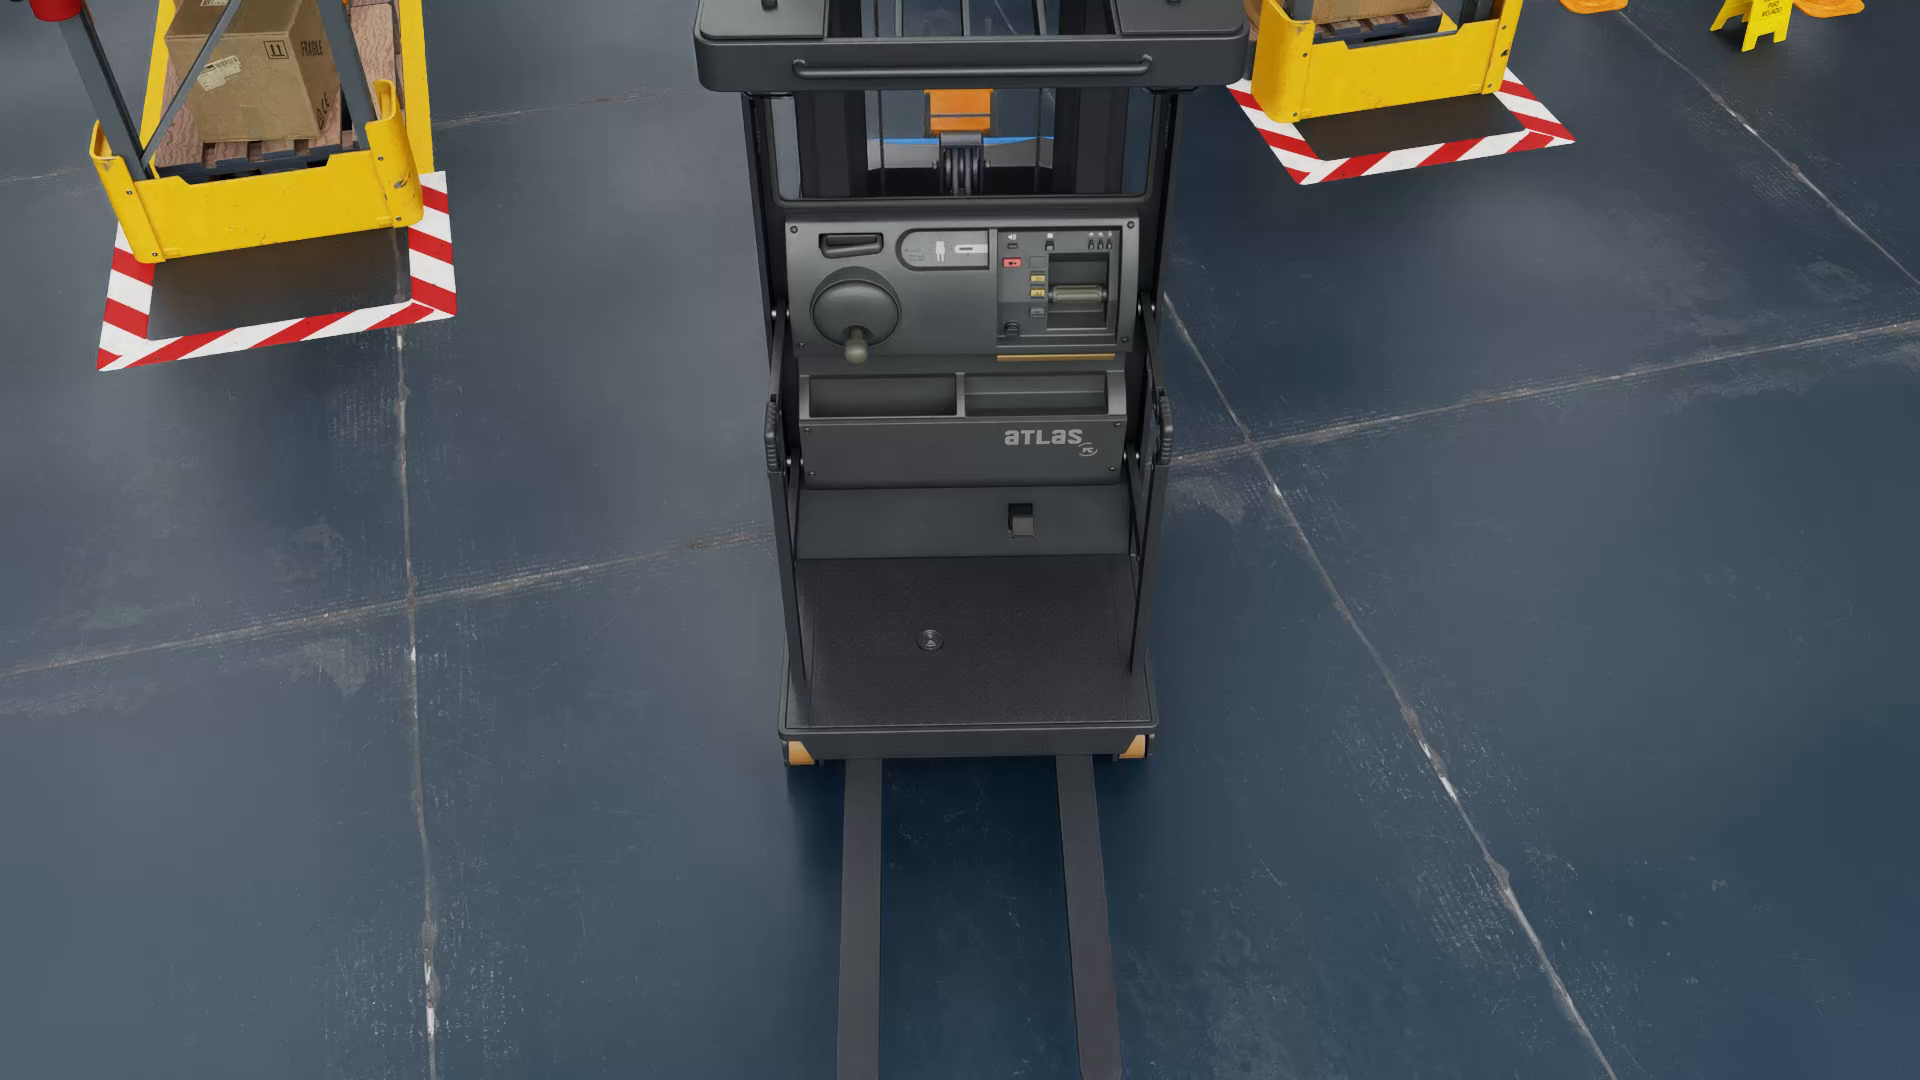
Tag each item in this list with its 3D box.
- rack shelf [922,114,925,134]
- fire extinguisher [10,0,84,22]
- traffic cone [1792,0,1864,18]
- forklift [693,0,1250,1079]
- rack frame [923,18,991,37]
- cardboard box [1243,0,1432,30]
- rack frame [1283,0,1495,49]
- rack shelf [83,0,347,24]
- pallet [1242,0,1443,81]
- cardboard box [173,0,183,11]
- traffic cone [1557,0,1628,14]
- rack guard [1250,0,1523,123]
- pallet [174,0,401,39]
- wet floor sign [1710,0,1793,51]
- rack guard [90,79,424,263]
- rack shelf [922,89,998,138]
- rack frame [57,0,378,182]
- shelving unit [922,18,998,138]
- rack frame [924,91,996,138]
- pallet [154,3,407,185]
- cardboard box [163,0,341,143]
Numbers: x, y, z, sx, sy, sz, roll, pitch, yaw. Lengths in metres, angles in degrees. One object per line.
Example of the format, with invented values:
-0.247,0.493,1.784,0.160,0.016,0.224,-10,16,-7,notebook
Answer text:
-0.005,-1.351,6.015,0.258,0.148,0.480,-1,46,-1,rack shelf
-3.284,-2.165,5.825,0.296,0.674,0.183,-11,47,-10,fire extinguisher
4.368,-2.902,8.270,0.336,0.463,0.334,-11,47,-10,traffic cone
0.015,-0.576,4.262,1.130,2.935,3.031,-1,46,-1,forklift
-0.010,-1.416,6.297,0.240,1.200,0.015,-1,46,-1,rack frame
1.715,-3.051,7.834,0.875,0.875,0.875,-10,47,-10,cardboard box
1.952,-3.192,6.778,1.000,3.000,0.127,-11,47,-10,rack frame
-3.380,-3.484,7.568,1.077,0.370,4.000,-11,47,-10,rack shelf
1.672,-2.754,8.301,1.003,0.211,1.213,-11,47,-10,pallet
-3.198,-2.468,7.524,0.500,0.500,0.500,0,46,0,cardboard box
3.189,-2.930,8.298,0.336,0.463,0.334,-11,47,-10,traffic cone
1.958,-2.300,7.654,1.175,0.500,0.348,-11,47,-10,rack guard
-3.370,-2.839,8.385,1.003,0.211,1.213,-11,47,-10,pallet
3.874,-2.710,7.954,0.267,0.644,0.232,-18,48,-17,wet floor sign
-2.888,-1.532,6.902,1.175,0.500,0.348,-11,47,-10,rack guard
-0.005,-1.516,5.846,0.258,0.148,0.480,-1,46,-1,rack shelf
-2.868,-2.355,5.958,1.000,3.000,0.127,-11,47,-10,rack frame
-0.005,-1.241,6.126,0.258,1.200,0.503,-1,46,-1,shelving unit
0.001,-1.067,5.956,0.240,1.200,0.015,-1,46,-1,rack frame
-3.062,-1.999,7.561,1.003,0.211,1.213,-11,47,-10,pallet
-3.012,-2.061,7.126,0.500,0.500,0.500,-3,46,-3,cardboard box
